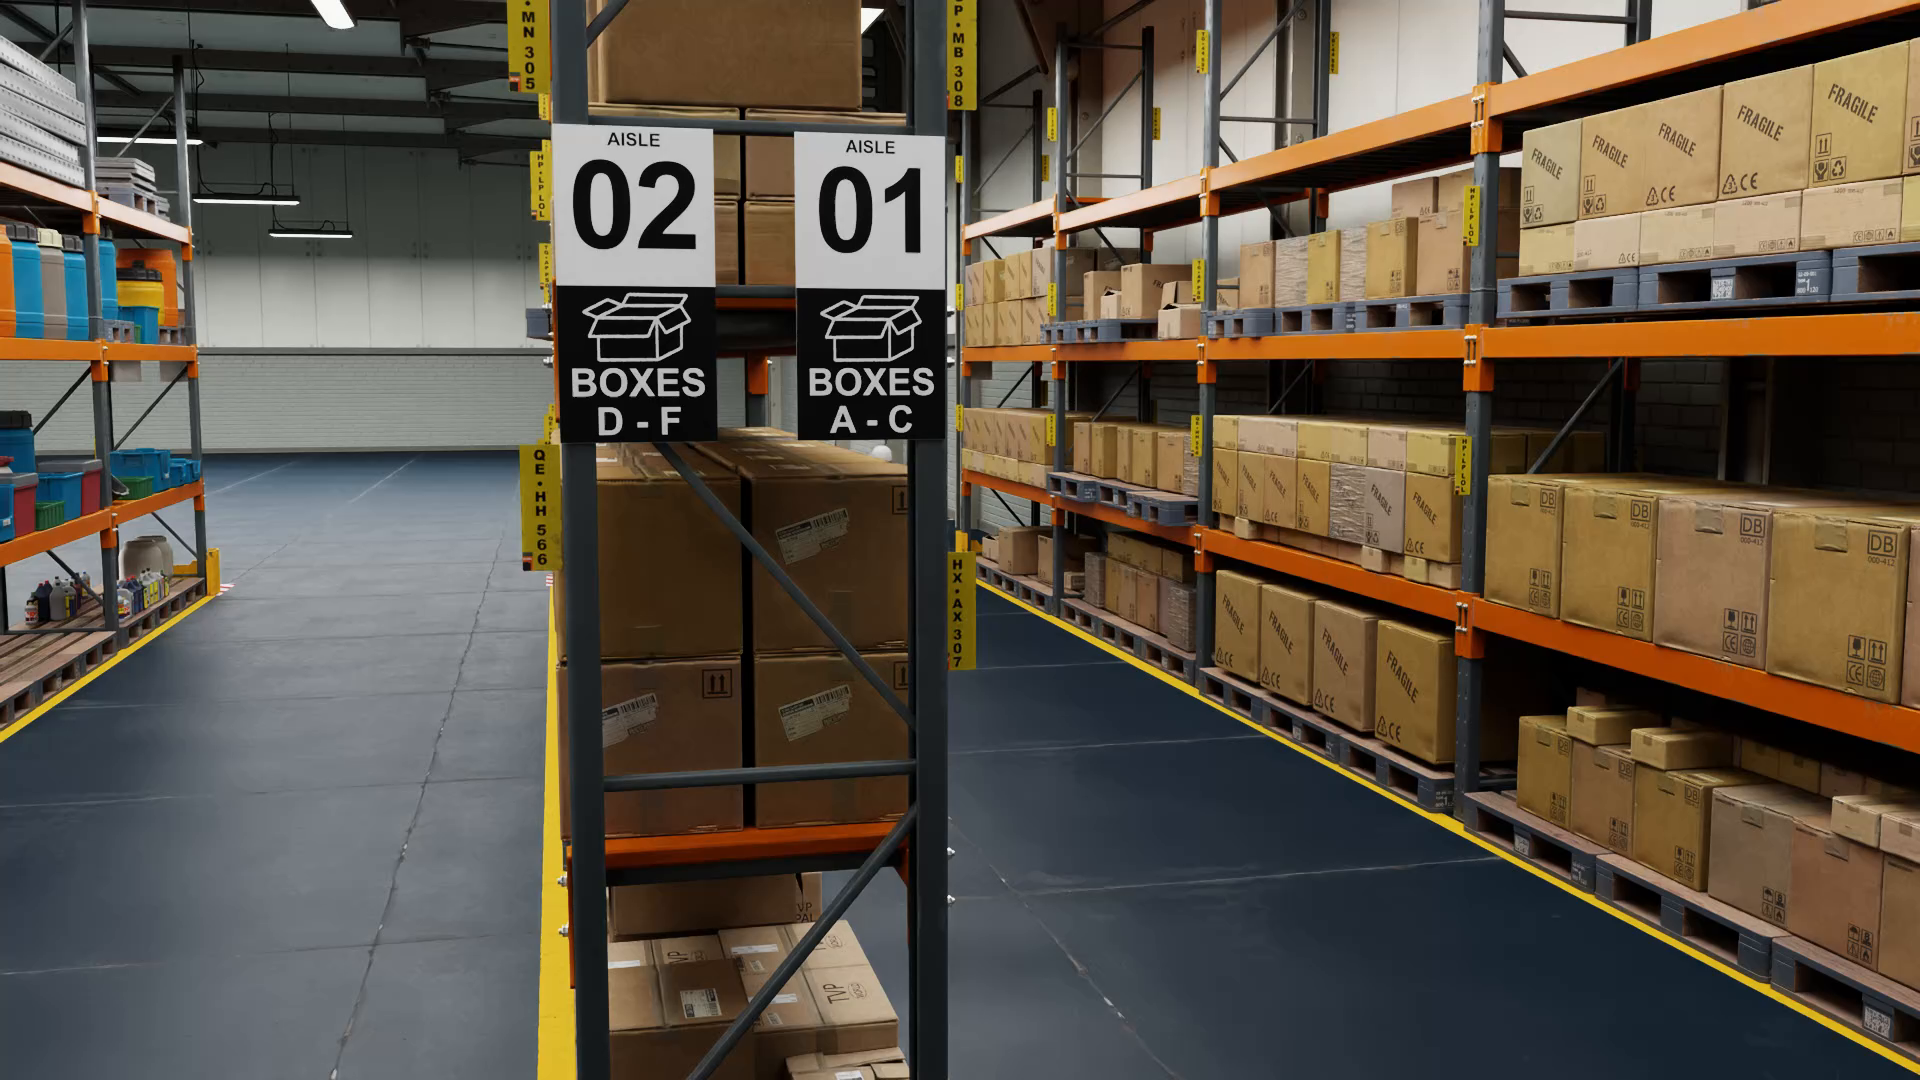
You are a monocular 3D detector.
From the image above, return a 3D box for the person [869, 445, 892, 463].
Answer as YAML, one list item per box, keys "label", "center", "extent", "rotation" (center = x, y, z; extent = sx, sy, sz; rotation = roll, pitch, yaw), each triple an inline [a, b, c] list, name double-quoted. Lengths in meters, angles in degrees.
- label: "person"
  center: [-0.932, -0.097, 17.135]
  extent: [0.713, 1.768, 0.591]
  rotation: [1, 6, 12]
